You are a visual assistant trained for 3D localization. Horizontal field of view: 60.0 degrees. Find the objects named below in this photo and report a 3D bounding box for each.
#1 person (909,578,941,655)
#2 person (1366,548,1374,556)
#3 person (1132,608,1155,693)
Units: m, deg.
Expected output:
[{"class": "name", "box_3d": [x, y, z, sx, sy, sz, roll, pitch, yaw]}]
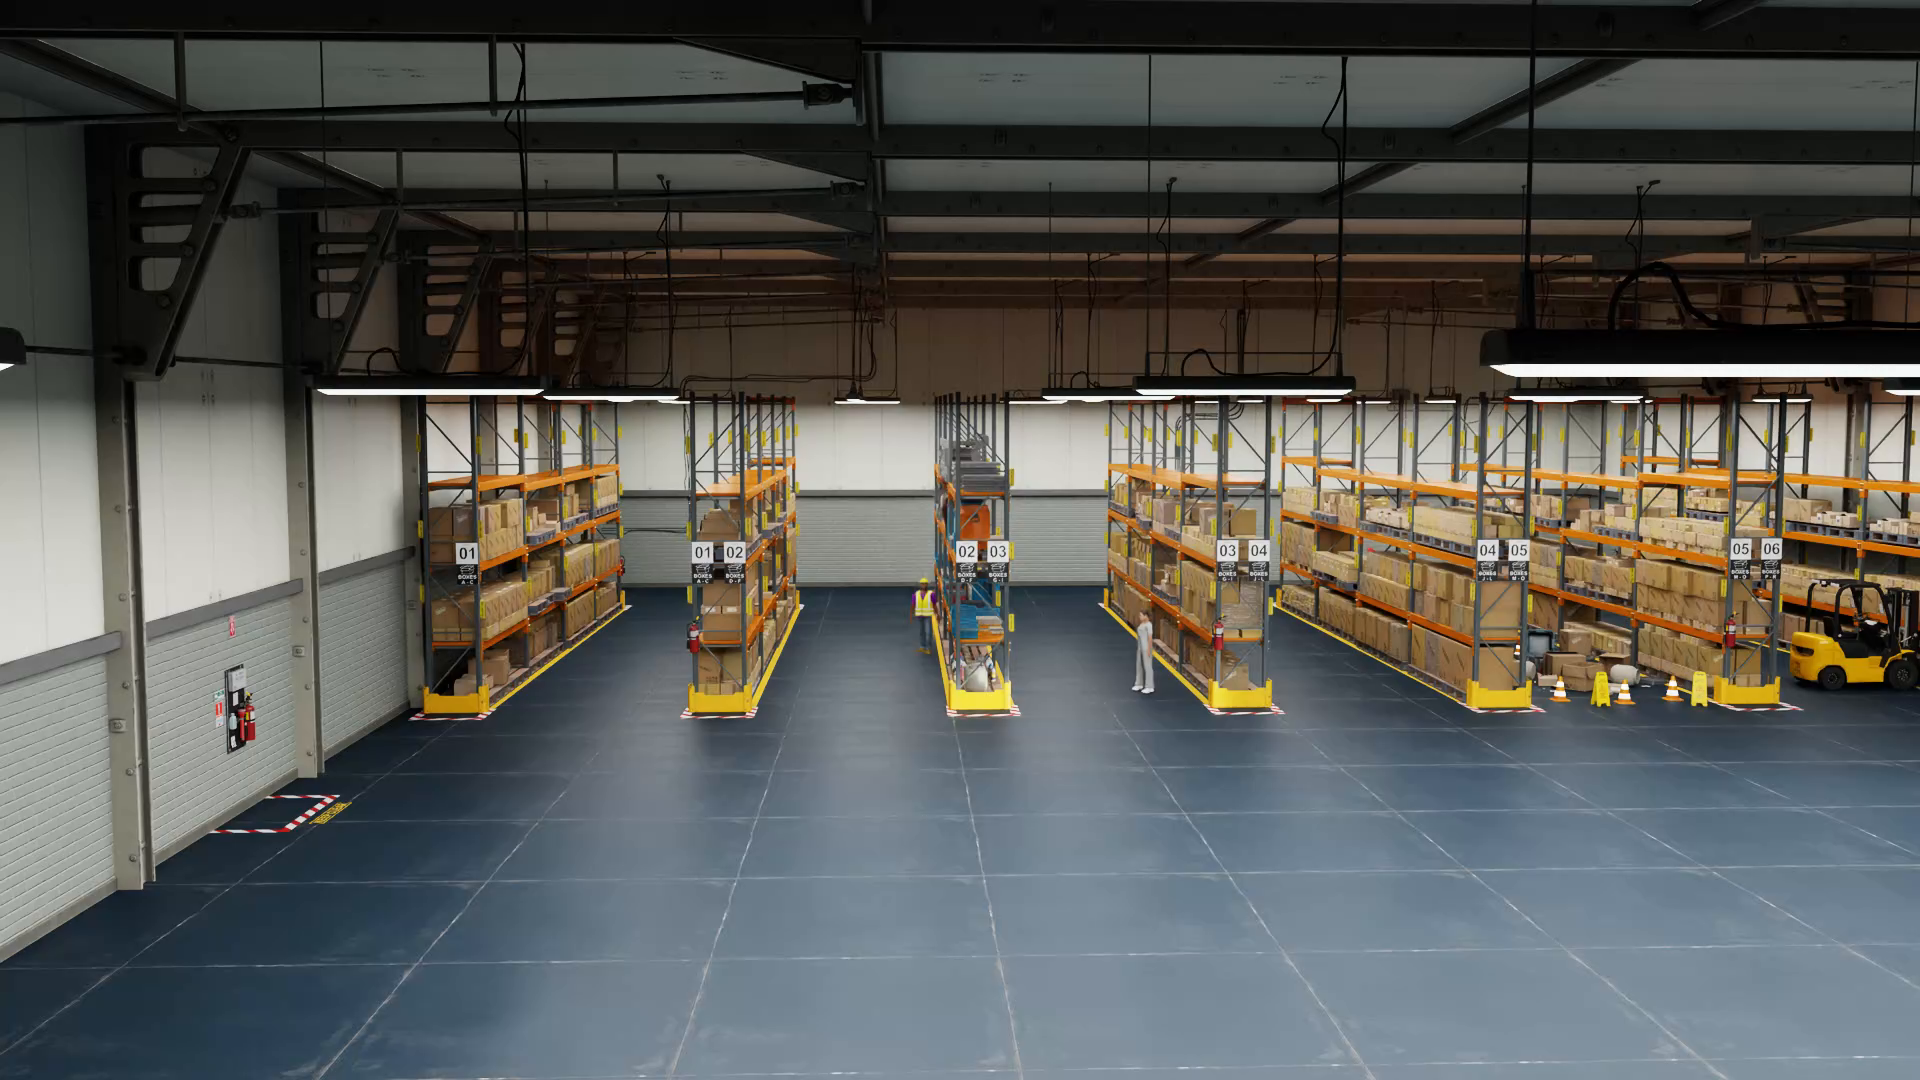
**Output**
[{"class": "person", "box_3d": [-0.801, 1.757, 38.403, 0.701, 1.766, 0.445, 2, 5, 20]}, {"class": "person", "box_3d": [11.414, 1.097, 46.685, 0.626, 1.780, 0.589, 0, 5, 3]}, {"class": "person", "box_3d": [3.698, 2.207, 33.426, 0.410, 1.678, 0.519, -2, 5, -20]}]
